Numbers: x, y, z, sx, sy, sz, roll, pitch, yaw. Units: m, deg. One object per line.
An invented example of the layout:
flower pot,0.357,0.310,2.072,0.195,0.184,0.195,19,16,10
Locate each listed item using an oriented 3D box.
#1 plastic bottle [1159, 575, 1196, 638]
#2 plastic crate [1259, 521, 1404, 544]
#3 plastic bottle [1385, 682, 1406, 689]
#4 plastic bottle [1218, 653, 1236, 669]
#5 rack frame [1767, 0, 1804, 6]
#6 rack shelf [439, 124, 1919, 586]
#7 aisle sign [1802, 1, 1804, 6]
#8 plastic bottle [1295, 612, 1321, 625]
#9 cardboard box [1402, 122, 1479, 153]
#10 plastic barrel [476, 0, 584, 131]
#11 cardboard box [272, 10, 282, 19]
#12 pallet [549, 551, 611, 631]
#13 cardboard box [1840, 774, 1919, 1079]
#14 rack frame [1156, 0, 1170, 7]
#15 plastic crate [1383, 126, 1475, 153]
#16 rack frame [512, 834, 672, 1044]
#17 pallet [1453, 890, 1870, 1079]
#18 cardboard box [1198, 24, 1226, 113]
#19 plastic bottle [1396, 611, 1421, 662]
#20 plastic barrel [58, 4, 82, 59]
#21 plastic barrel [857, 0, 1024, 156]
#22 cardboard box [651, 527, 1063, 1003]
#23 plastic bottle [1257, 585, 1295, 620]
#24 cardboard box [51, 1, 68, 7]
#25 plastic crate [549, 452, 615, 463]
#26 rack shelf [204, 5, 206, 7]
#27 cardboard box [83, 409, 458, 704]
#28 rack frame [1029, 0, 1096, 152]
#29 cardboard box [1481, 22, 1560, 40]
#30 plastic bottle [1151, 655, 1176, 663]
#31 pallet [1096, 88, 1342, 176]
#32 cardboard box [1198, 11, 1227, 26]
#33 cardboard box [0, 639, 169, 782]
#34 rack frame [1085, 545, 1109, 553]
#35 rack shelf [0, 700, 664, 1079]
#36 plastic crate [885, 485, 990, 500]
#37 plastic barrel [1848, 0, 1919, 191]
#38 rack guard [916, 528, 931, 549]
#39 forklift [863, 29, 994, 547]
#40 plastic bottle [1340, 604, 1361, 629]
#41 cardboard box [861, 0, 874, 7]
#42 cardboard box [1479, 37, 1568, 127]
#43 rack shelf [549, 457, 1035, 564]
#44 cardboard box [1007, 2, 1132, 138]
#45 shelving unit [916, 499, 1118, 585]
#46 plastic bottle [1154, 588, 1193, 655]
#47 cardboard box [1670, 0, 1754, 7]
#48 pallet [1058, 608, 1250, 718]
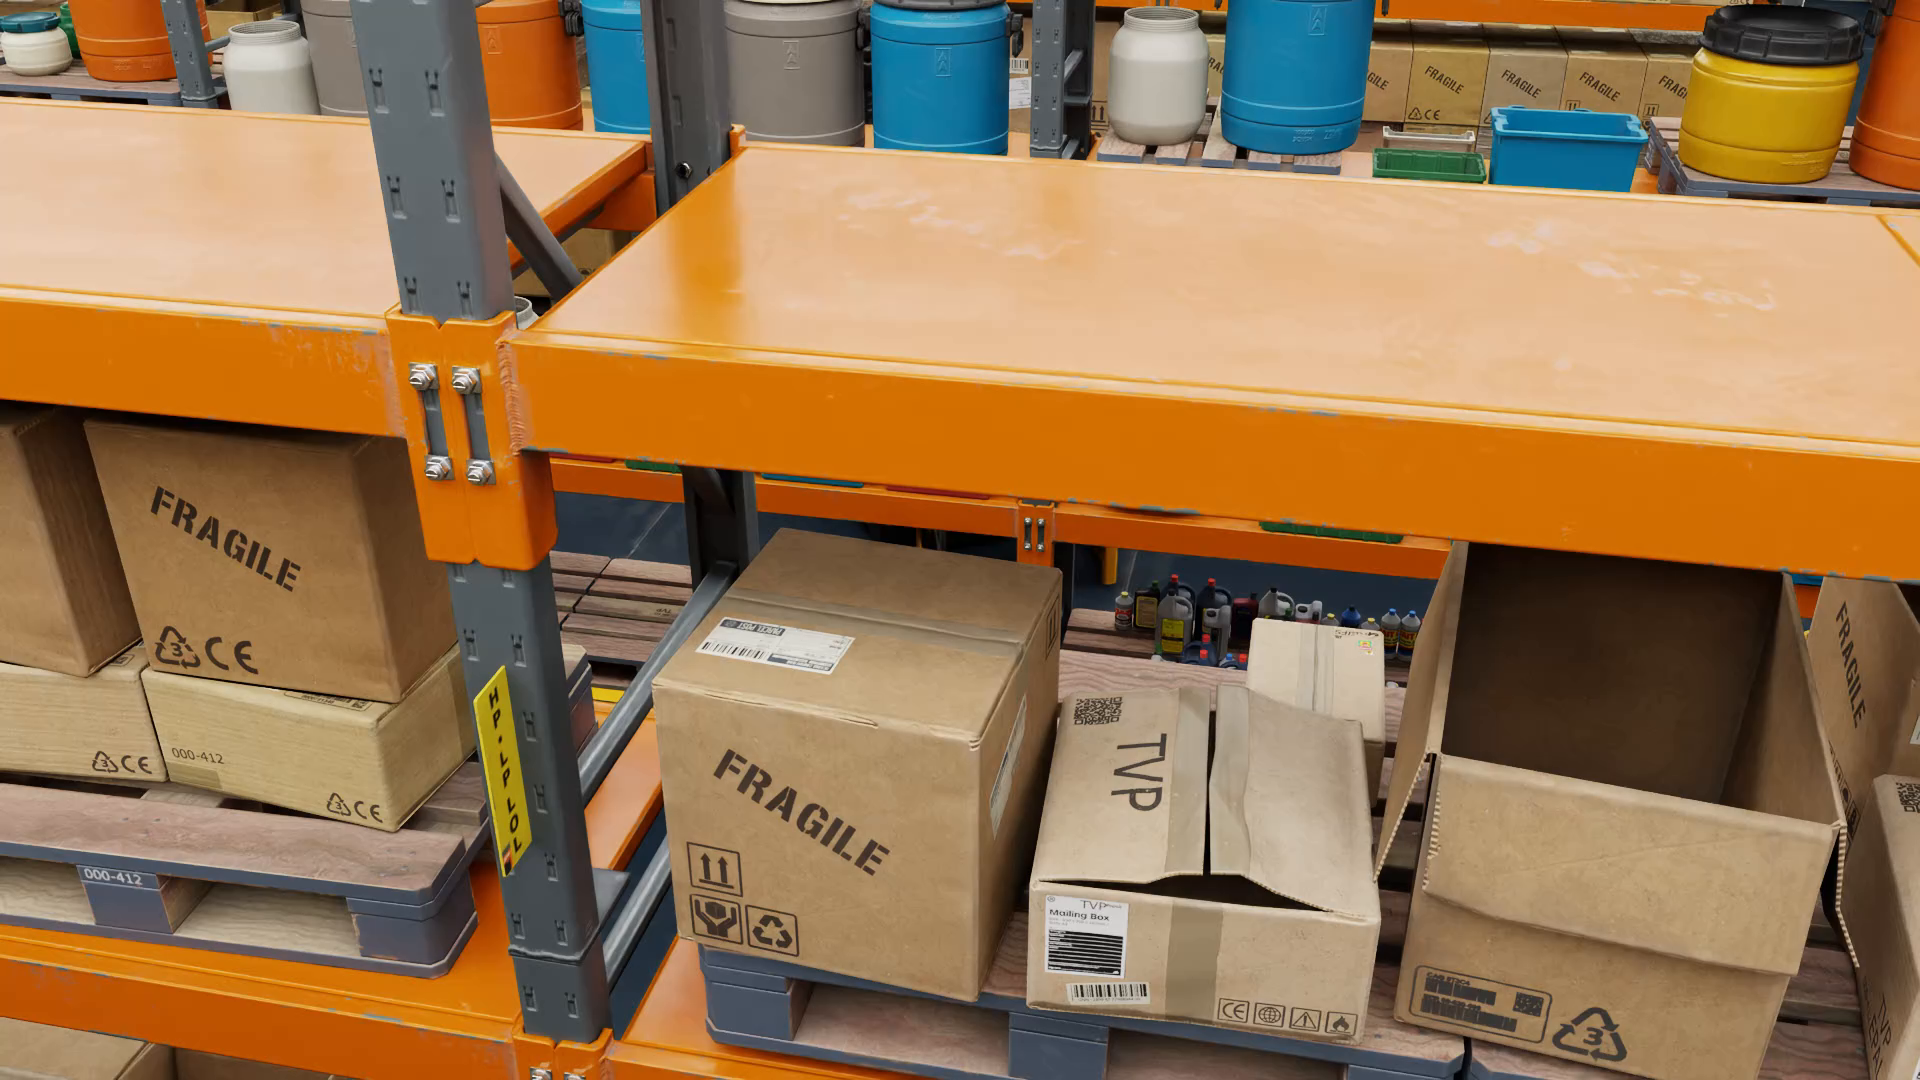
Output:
plastic bottle,1.148,0.346,8.794,0.185,0.351,0.144,5,29,9
plastic crate,1.727,-0.190,7.695,0.662,0.188,0.450,6,29,11
plastic bottle,2.106,0.821,8.006,0.135,0.276,0.152,5,29,9
plastic bottle,1.328,0.685,8.257,0.097,0.271,0.097,0,29,0
rack frame,5.404,-2.477,11.651,0.127,3.000,1.000,6,29,11
rack shelf,1.376,-0.166,2.348,4.000,0.370,1.077,6,29,11
aisle sign,5.402,-3.470,10.758,0.004,0.787,0.394,6,29,11
plastic bottle,1.788,0.496,8.592,0.133,0.283,0.061,6,29,11
cardboard box,3.392,-2.839,11.898,0.500,0.500,0.875,6,29,11
plastic barrel,-2.056,-2.207,7.587,0.708,0.830,0.600,6,29,11
cardboard box,-5.036,-4.030,13.338,0.637,0.503,0.797,6,29,11
pallet,-2.704,0.366,9.362,1.213,0.211,1.003,6,29,11
cardboard box,1.607,0.605,2.407,0.500,0.311,0.500,9,30,17
rack frame,1.492,-2.878,12.383,0.127,3.000,1.000,6,29,11
plastic crate,2.112,-1.781,7.530,0.396,0.136,0.243,6,29,11
rack frame,-0.580,1.774,3.886,0.127,3.000,1.000,6,29,11
pallet,1.449,0.694,2.828,1.213,0.211,1.003,6,29,11
cardboard box,1.879,-3.326,11.747,0.500,0.500,0.500,6,29,11
plastic bottle,2.327,0.490,8.614,0.097,0.271,0.097,0,29,0
plastic barrel,-4.442,-2.599,8.475,0.294,0.245,0.294,0,29,0
plastic barrel,-0.084,-2.037,7.201,0.708,0.901,0.600,6,29,11
cardboard box,-0.142,0.343,2.689,0.500,0.500,0.500,8,30,15
plastic bottle,1.652,0.398,8.700,0.185,0.351,0.144,6,29,10
cardboard box,-7.226,-4.295,14.037,0.500,0.500,0.500,6,29,11
plastic crate,-1.937,-0.675,8.293,0.583,0.464,0.402,6,29,11
rack shelf,-7.152,-5.884,18.624,4.000,0.370,1.077,6,29,11
cardboard box,-1.175,-0.070,3.068,0.500,0.500,0.500,6,29,11
rack frame,0.458,-3.183,6.694,0.127,3.000,1.000,6,29,11
cardboard box,3.947,-3.376,11.838,0.500,0.500,0.500,6,29,11
plastic bottle,1.000,0.707,8.213,0.135,0.276,0.152,7,29,12
pallet,1.184,-1.758,7.411,1.003,0.211,1.213,6,29,11
cardboard box,1.990,-3.575,12.201,0.500,0.500,0.500,6,29,11
cardboard box,-1.718,0.220,3.320,0.500,0.250,0.500,3,29,6
rack frame,0.829,-0.532,9.652,0.032,1.500,0.500,-7,30,-13
rack shelf,-2.536,0.573,3.705,4.000,0.370,1.077,6,29,11
plastic crate,-0.079,-0.485,7.945,0.583,0.464,0.402,6,29,11
plastic barrel,3.868,-1.828,6.458,0.708,0.830,0.600,6,29,11
rack guard,-0.154,0.137,9.735,0.087,0.250,0.587,-7,30,-13
forklift,-0.434,-1.907,10.681,1.130,2.935,3.031,-9,30,-16
plastic bottle,2.031,0.460,8.669,0.097,0.271,0.097,0,29,0
cardboard box,-0.902,-5.470,17.014,0.500,0.500,0.500,6,29,11
cardboard box,3.836,-3.128,11.384,0.500,0.500,0.500,6,29,11
rack shelf,-1.498,-0.437,8.674,4.000,0.370,1.077,6,29,11
cardboard box,0.745,-3.471,12.404,1.000,1.000,1.000,6,29,11
shelving unit,0.329,-0.468,9.538,1.083,1.500,0.587,-7,30,-13
plastic bottle,1.118,0.414,8.671,0.185,0.351,0.144,6,29,11
cardboard box,4.880,-3.656,10.837,0.500,0.250,0.500,7,29,12
pallet,1.106,0.758,8.645,1.213,0.211,1.003,6,29,11
